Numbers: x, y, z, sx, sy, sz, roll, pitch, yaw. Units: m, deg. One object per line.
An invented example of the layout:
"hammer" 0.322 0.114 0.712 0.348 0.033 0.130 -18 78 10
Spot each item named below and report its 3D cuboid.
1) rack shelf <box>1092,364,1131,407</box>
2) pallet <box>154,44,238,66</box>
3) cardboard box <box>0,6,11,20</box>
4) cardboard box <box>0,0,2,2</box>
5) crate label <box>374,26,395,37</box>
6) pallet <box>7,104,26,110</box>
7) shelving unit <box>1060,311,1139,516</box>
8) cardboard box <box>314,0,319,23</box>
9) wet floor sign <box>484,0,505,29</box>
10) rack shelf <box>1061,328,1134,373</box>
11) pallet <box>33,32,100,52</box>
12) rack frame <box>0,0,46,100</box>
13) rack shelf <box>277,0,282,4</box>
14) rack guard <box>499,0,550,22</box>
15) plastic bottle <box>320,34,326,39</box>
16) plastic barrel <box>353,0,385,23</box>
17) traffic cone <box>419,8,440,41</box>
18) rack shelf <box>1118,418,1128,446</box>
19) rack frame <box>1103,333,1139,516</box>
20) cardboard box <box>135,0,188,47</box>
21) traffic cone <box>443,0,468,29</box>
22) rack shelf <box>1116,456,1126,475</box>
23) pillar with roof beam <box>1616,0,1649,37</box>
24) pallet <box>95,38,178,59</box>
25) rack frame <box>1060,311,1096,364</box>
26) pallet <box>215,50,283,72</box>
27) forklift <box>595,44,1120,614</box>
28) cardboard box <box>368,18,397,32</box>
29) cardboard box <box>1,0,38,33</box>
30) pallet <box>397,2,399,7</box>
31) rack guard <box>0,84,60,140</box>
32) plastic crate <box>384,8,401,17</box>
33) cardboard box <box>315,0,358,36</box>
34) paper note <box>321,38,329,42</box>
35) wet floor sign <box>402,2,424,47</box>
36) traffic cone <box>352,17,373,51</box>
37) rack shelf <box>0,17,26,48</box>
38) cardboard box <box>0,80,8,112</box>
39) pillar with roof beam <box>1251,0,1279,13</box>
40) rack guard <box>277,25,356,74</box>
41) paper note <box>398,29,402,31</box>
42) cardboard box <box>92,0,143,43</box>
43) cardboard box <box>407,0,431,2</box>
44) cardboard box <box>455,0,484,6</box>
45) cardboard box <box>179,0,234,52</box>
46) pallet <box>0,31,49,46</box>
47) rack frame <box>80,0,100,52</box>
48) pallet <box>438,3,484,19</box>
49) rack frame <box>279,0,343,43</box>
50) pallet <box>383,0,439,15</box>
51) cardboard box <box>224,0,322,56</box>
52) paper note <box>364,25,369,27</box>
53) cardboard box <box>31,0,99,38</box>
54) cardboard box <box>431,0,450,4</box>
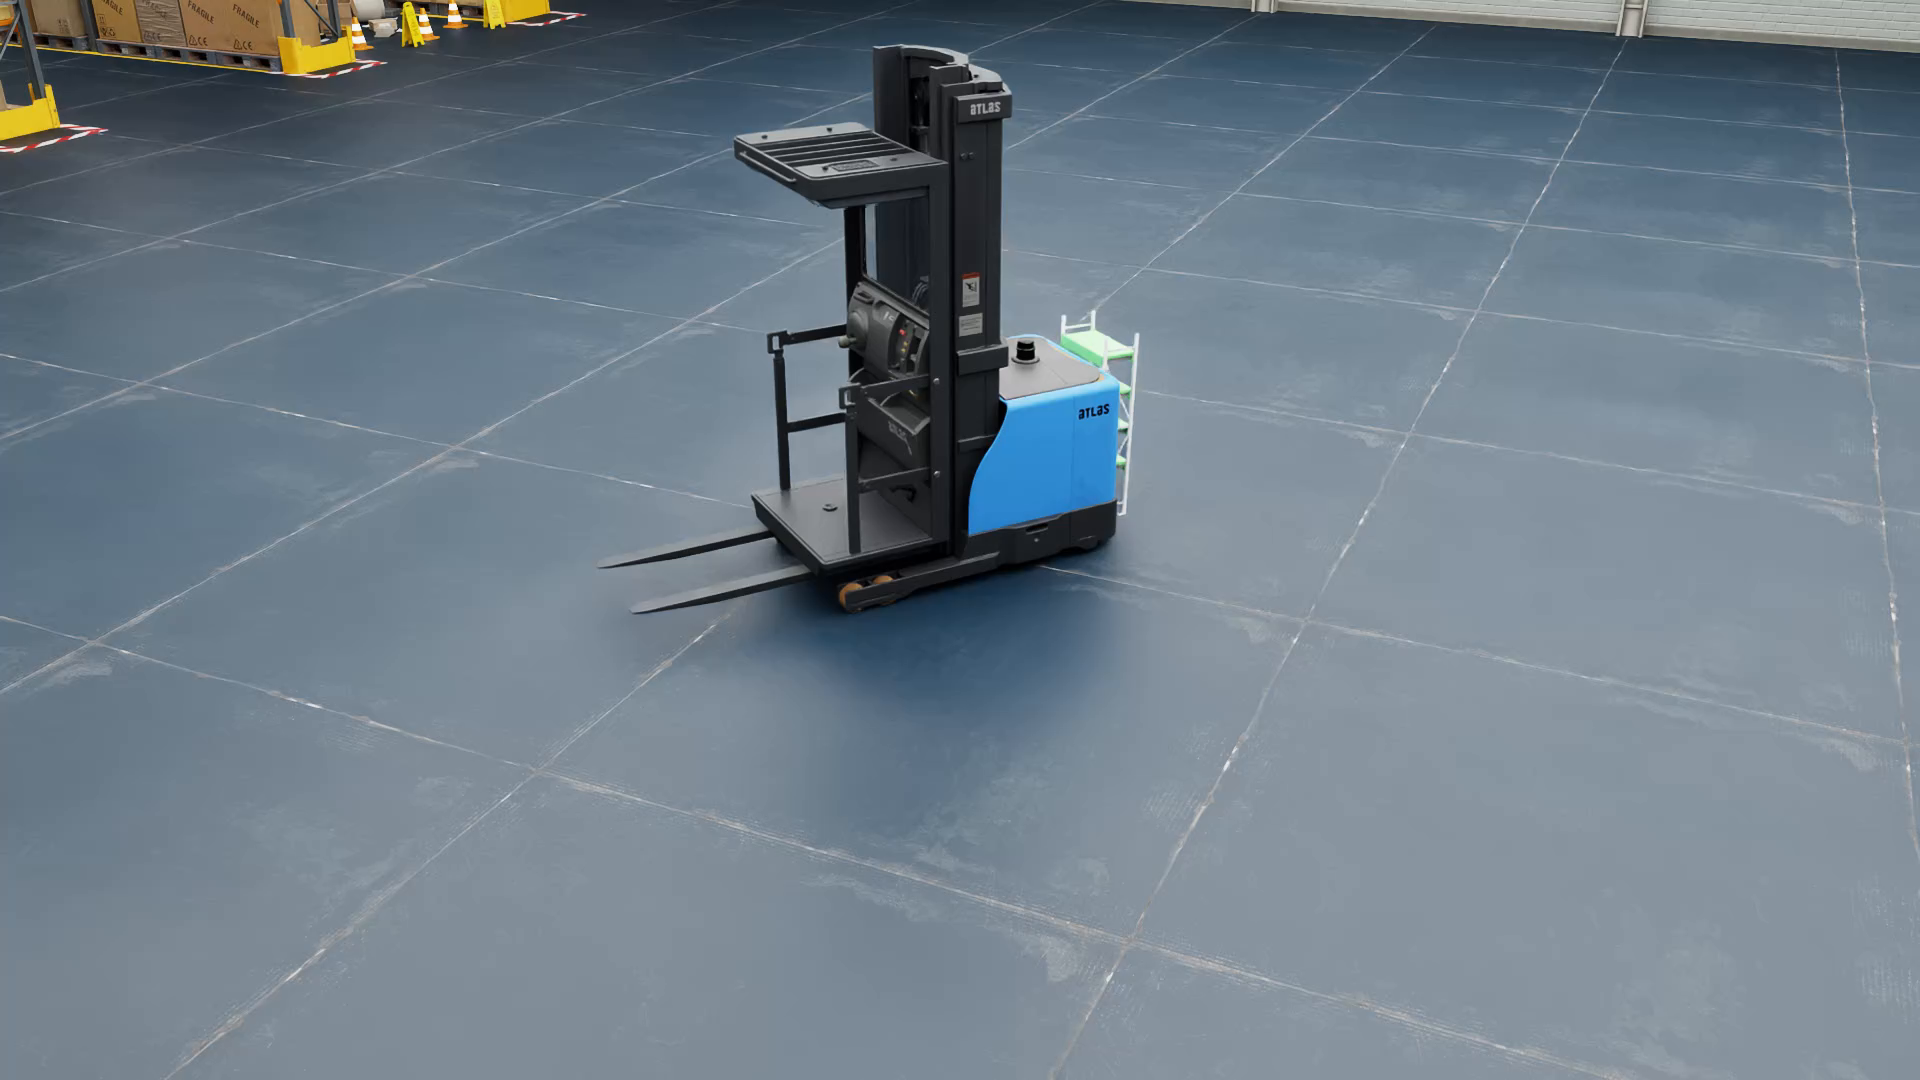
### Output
"rack shelf" 0.849 -0.940 10.395 0.258 0.148 0.480 -12 29 -26
"pallet" -11.232 -7.349 24.938 1.213 0.211 1.003 11 28 22
"cardboard box" -11.671 -6.321 19.977 0.250 0.149 0.380 11 28 22
"cardboard box" -11.999 -6.576 19.760 0.500 0.500 0.875 11 28 22
"crate label" -9.225 -8.157 26.662 0.298 0.136 0.250 -2 26 -5
"pallet" -12.304 -5.211 20.596 1.213 0.211 1.003 11 28 22
"shelving unit" 0.845 -0.782 10.470 0.258 1.200 0.503 -12 29 -26
"cardboard box" -10.909 -8.682 27.161 0.503 0.637 0.797 11 28 22
"wet floor sign" -7.678 -8.749 27.290 0.232 0.644 0.267 23 35 39
"rack shelf" 0.855 -1.157 10.291 0.258 0.148 0.480 -12 29 -26
"pallet" -13.740 -7.853 25.961 1.213 0.211 1.003 11 28 22
"rack frame" -11.510 -6.286 19.621 0.127 3.000 1.000 11 28 22
"rack shelf" -11.185 -8.305 24.536 4.000 0.370 1.077 11 28 22
"rack guard" -7.477 -9.163 28.295 0.348 0.500 1.175 11 28 22
"plastic bottle" -10.264 -8.027 26.485 0.283 0.061 0.133 2 26 4
"plastic barrel" -9.915 -8.884 27.814 0.512 0.421 0.421 -12 29 -23
"traffic cone" -8.483 -8.184 26.348 0.334 0.463 0.336 11 28 22
"rack shelf" 0.843 -0.724 10.498 0.258 0.148 0.480 -12 29 -26
"rack frame" 0.960 -0.686 10.277 0.240 1.200 0.015 -12 29 -26
"cardboard box" -11.640 -7.922 24.874 0.875 0.875 0.875 12 28 22
"traffic cone" -8.333 -8.692 27.381 0.334 0.463 0.336 11 28 22
"rack shelf" 0.837 -0.507 10.601 0.258 0.148 0.480 -12 29 -26
"pillar with roof beam" 8.986 -10.426 21.239 0.400 9.000 9.100 11 28 22
"pallet" -12.346 -7.572 25.390 1.213 0.211 1.003 11 28 22
"rack frame" 0.729 -0.877 10.663 0.240 1.200 0.015 -12 29 -26
"pallet" -10.125 -7.125 24.484 1.213 0.211 1.003 11 28 22
"forklift" -0.590 -1.168 9.305 3.031 2.935 1.130 -13 29 -25
"cardboard box" -9.436 -8.419 27.181 0.380 0.149 0.250 -18 31 -31
"cardboard box" -14.485 -8.427 26.043 0.750 0.750 1.050 11 28 22
"pallet" -10.423 -9.642 29.596 1.213 0.211 1.003 11 28 22
"rack guard" -11.579 -5.178 20.202 0.348 0.500 1.175 11 28 22
"plastic crate" -9.959 -9.075 28.592 0.583 0.080 0.402 2 26 4
"cardboard box" -10.055 -8.454 26.851 0.637 0.503 0.797 -7 27 -14
"paper note" -10.052 -7.891 26.244 0.142 0.017 0.144 23 35 39
"wet floor sign" -8.519 -7.996 25.761 0.232 0.644 0.267 6 27 13
"traffic cone" -9.260 -7.792 25.552 0.334 0.463 0.336 11 28 22
"rack shelf" -13.331 -6.329 20.523 4.000 0.370 1.077 11 28 22
"cardboard box" -12.071 -5.474 20.326 0.500 0.500 0.500 17 31 31
"pillar with roof beam" 3.524 -11.523 23.467 0.400 9.000 9.100 11 28 22
"rack guard" -9.343 -7.136 24.178 0.348 0.500 1.175 11 28 22
"paper note" -9.092 -8.311 27.096 0.142 0.019 0.148 2 26 4
"cardboard box" -12.463 -8.085 25.206 0.875 0.875 0.875 12 29 23
"cardboard box" -9.202 -9.456 28.698 0.500 0.250 0.500 10 28 20
"cardboard box" -8.277 -9.269 28.319 0.500 0.250 0.500 11 28 22
"cardboard box" -10.811 -7.754 24.534 0.875 0.875 0.875 11 28 21
"pallet" -14.854 -8.075 26.413 1.213 0.211 1.003 11 28 22
"rack frame" -13.006 -8.993 25.120 0.127 3.000 1.000 11 28 22
"pallet" -8.202 -9.196 28.690 1.213 0.211 1.003 11 28 22
"rack frame" -9.365 -8.262 23.635 0.127 3.000 1.000 11 28 22
"pallet" -9.308 -9.420 29.144 1.213 0.211 1.003 11 28 22
"cardboard box" -10.010 -7.594 24.209 0.875 0.875 0.875 12 28 22
"paper note" -9.803 -8.521 27.536 0.142 0.019 0.148 23 35 39
"cardboard box" -13.608 -8.250 25.681 0.750 0.750 1.050 11 28 22
"cardboard box" -8.723 -9.363 28.509 0.500 0.250 0.500 11 28 22
